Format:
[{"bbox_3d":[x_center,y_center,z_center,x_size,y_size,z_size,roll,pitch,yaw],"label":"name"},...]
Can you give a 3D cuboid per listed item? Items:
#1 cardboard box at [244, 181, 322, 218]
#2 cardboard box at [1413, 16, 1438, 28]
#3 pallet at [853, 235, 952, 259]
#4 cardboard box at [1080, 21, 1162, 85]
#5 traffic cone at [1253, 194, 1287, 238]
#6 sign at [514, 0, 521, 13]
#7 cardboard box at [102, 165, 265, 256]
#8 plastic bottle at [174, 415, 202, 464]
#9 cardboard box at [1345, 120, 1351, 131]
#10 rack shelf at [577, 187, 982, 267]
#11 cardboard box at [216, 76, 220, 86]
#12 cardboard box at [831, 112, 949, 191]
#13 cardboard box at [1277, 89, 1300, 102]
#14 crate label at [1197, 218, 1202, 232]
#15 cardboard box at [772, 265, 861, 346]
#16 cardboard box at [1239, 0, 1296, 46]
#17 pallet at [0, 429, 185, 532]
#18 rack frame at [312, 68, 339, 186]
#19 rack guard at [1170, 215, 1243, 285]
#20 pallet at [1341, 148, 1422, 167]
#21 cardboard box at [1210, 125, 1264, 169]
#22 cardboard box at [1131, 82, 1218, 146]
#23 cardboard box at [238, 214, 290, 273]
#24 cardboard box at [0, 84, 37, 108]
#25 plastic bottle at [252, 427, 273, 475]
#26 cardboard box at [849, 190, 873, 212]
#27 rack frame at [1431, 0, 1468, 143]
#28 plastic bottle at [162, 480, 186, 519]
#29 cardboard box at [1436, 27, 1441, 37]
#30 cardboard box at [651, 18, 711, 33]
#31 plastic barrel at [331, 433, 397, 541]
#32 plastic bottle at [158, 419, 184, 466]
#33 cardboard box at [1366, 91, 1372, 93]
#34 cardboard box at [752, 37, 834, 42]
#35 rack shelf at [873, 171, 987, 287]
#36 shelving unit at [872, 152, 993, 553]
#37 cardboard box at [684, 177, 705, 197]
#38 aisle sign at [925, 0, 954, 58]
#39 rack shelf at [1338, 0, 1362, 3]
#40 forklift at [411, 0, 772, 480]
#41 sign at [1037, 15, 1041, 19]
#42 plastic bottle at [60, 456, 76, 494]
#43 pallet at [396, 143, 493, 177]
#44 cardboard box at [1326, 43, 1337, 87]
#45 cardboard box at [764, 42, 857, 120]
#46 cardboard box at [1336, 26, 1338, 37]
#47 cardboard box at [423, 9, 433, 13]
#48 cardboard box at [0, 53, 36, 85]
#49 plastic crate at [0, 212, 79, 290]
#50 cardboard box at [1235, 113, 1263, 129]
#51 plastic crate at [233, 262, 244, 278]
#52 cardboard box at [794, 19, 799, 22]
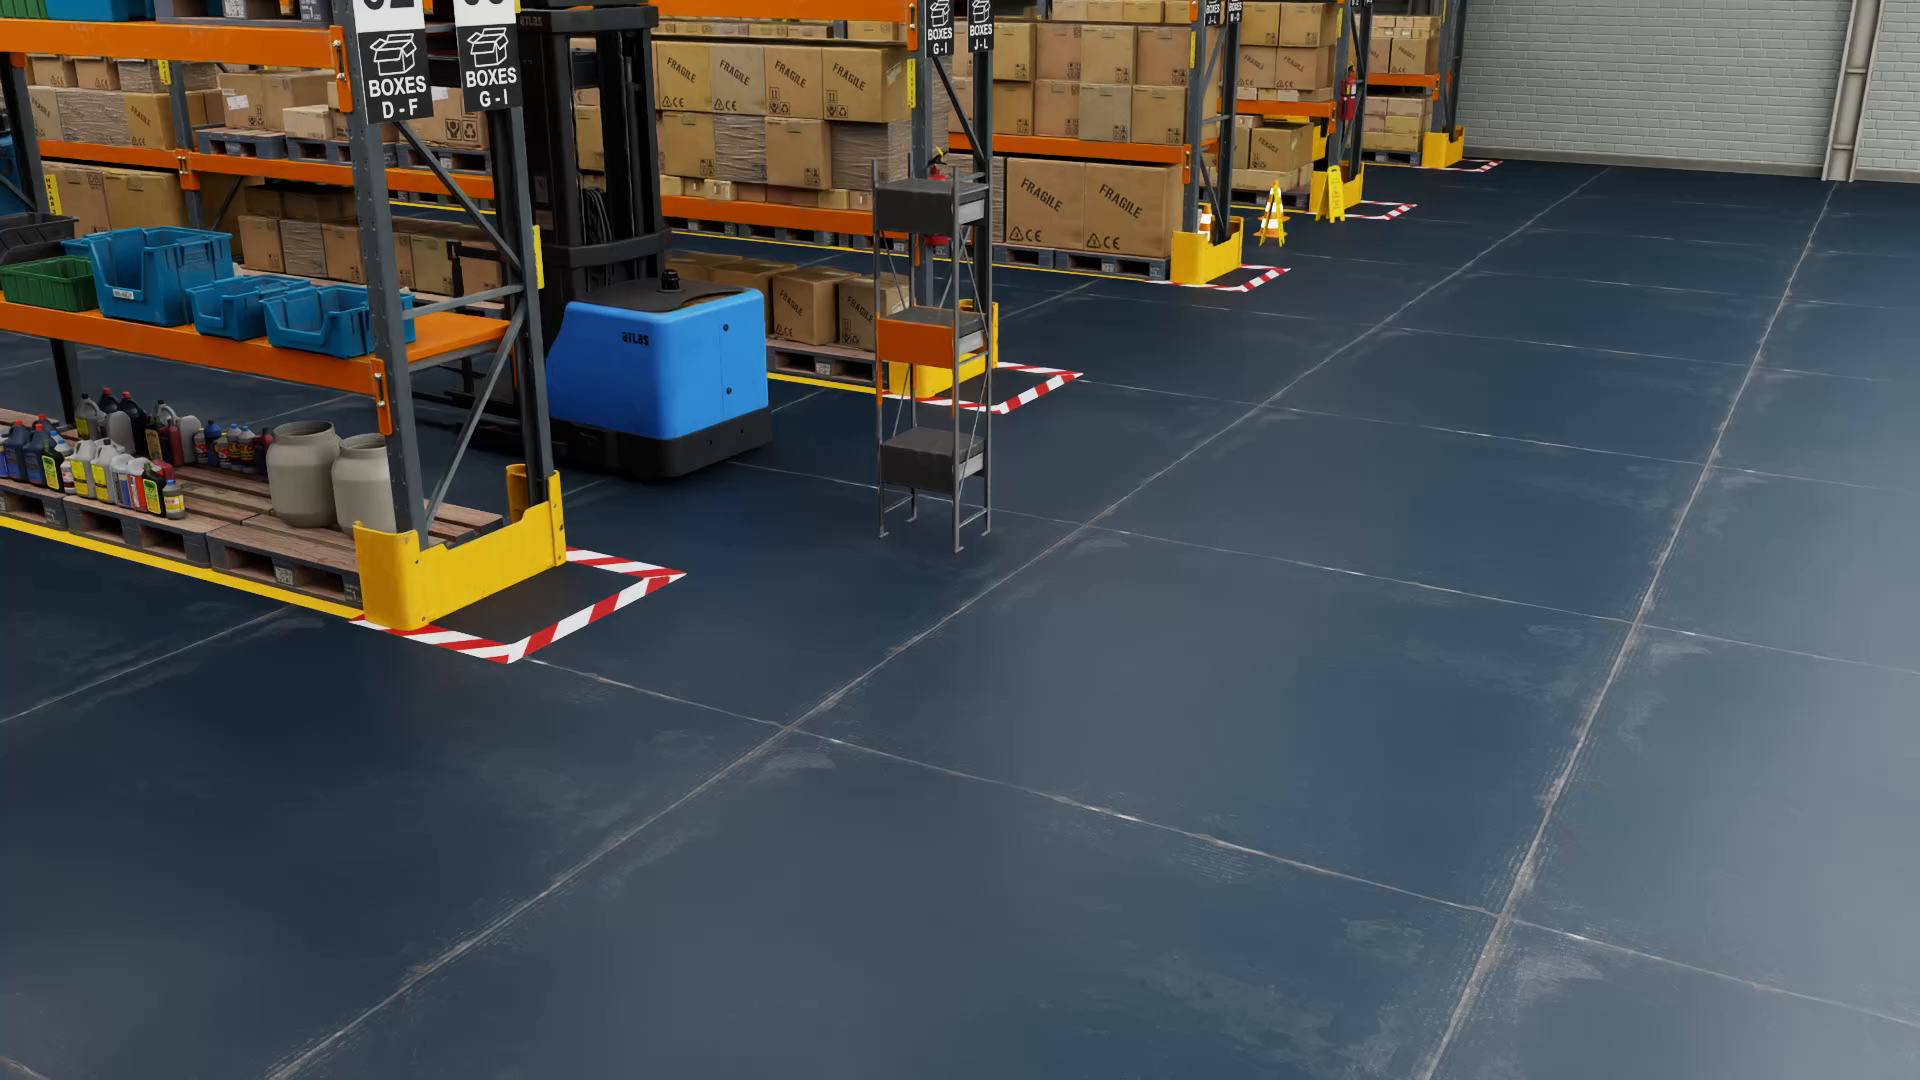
[{"bbox_3d":[-6.433,-3.247,15.838,0.500,0.250,0.500,12,23,29],"label":"cardboard box"},{"bbox_3d":[6.787,-7.552,24.251,0.250,0.149,0.380,11,23,27],"label":"cardboard box"},{"bbox_3d":[-0.407,-3.299,18.150,1.213,0.211,1.003,11,23,27],"label":"pallet"},{"bbox_3d":[1.629,-4.810,16.423,0.550,0.550,0.875,11,23,27],"label":"cardboard box"},{"bbox_3d":[3.536,-3.693,18.867,0.334,0.463,0.336,11,23,27],"label":"traffic cone"},{"bbox_3d":[-2.192,-2.738,8.101,0.005,0.325,0.100,11,23,27],"label":"sign"},{"bbox_3d":[-7.625,-3.285,16.521,0.875,0.875,1.225,10,22,25],"label":"cardboard box"},{"bbox_3d":[-4.664,-0.617,10.016,0.135,0.276,0.152,11,23,28],"label":"plastic bottle"},{"bbox_3d":[5.731,-6.357,25.175,0.500,0.250,0.500,10,22,26],"label":"cardboard box"},{"bbox_3d":[-1.794,-2.629,13.269,4.000,0.370,1.077,11,23,27],"label":"rack shelf"},{"bbox_3d":[-9.781,-6.188,22.395,0.250,0.149,0.380,11,23,28],"label":"cardboard box"},{"bbox_3d":[-0.515,-2.921,12.437,0.500,0.500,0.875,11,23,27],"label":"cardboard box"},{"bbox_3d":[4.079,-5.474,20.427,0.250,0.149,0.380,10,22,27],"label":"cardboard box"},{"bbox_3d":[2.819,-3.652,19.232,0.298,0.136,0.250,0,20,-1],"label":"crate label"},{"bbox_3d":[-1.124,-1.855,13.130,0.500,0.500,0.500,18,27,41],"label":"cardboard box"},{"bbox_3d":[3.794,-6.348,20.418,0.500,0.500,0.700,11,23,28],"label":"cardboard box"},{"bbox_3d":[-5.390,-0.390,10.132,1.213,0.211,1.003,11,23,27],"label":"pallet"},{"bbox_3d":[-8.017,-6.090,21.755,0.127,3.000,1.000,11,23,27],"label":"rack frame"},{"bbox_3d":[2.480,-2.915,16.669,0.348,0.500,1.175,11,23,27],"label":"rack guard"},{"bbox_3d":[6.514,-5.867,25.230,1.213,0.211,1.003,11,23,27],"label":"pallet"},{"bbox_3d":[3.501,-4.984,21.022,0.500,0.500,0.500,12,23,29],"label":"cardboard box"},{"bbox_3d":[2.113,-4.213,16.361,0.550,0.550,0.875,11,23,27],"label":"cardboard box"},{"bbox_3d":[-6.438,-2.891,15.958,0.500,0.500,0.700,10,22,24],"label":"cardboard box"},{"bbox_3d":[-9.369,-4.360,16.838,0.500,0.500,0.500,10,22,26],"label":"cardboard box"},{"bbox_3d":[-4.083,-0.527,9.759,0.133,0.283,0.061,11,23,28],"label":"plastic bottle"},{"bbox_3d":[-0.616,-2.544,12.349,0.250,0.149,0.380,11,23,27],"label":"cardboard box"},{"bbox_3d":[7.202,-7.063,24.438,0.127,3.000,1.000,11,23,27],"label":"rack frame"},{"bbox_3d":[-4.281,-0.226,9.049,0.097,0.201,0.097,0,20,0],"label":"plastic bottle"},{"bbox_3d":[7.033,-7.549,24.679,0.250,0.149,0.380,10,22,26],"label":"cardboard box"},{"bbox_3d":[-3.247,-5.696,19.056,0.500,0.500,0.700,10,22,26],"label":"cardboard box"},{"bbox_3d":[-3.076,-0.275,8.756,0.421,0.512,0.421,0,20,0],"label":"plastic barrel"},{"bbox_3d":[-4.715,-0.588,9.927,0.133,0.283,0.061,11,23,27],"label":"plastic bottle"},{"bbox_3d":[6.006,-6.743,25.505,0.500,0.250,0.500,11,22,27],"label":"cardboard box"},{"bbox_3d":[-1.266,-3.632,12.930,0.500,0.500,0.500,11,23,27],"label":"cardboard box"},{"bbox_3d":[-0.145,-1.660,8.849,0.480,0.518,0.431,11,23,27],"label":"rack shelf"},{"bbox_3d":[-0.145,-1.015,9.083,0.503,2.100,0.431,11,23,27],"label":"shelving unit"},{"bbox_3d":[-1.943,-2.783,13.007,0.250,0.149,0.380,11,23,27],"label":"cardboard box"},{"bbox_3d":[-0.140,-3.757,11.512,0.004,0.787,0.394,11,23,27],"label":"aisle sign"},{"bbox_3d":[3.039,-6.989,20.891,4.000,0.370,1.077,11,23,27],"label":"rack shelf"},{"bbox_3d":[-2.757,-2.110,10.885,3.031,2.935,1.130,12,23,31],"label":"forklift"},{"bbox_3d":[1.025,-6.629,21.542,0.005,0.325,0.100,11,23,27],"label":"sign"},{"bbox_3d":[-5.053,-0.374,9.455,0.097,0.201,0.097,0,20,0],"label":"plastic bottle"},{"bbox_3d":[-4.137,-3.380,14.566,1.213,0.211,1.003,11,23,27],"label":"pallet"},{"bbox_3d":[4.507,-5.933,20.740,0.500,0.500,0.500,10,22,26],"label":"cardboard box"},{"bbox_3d":[-1.088,-3.391,12.265,0.500,0.500,0.500,11,23,27],"label":"cardboard box"},{"bbox_3d":[5.631,-7.595,24.807,0.250,0.149,0.380,11,23,28],"label":"cardboard box"},{"bbox_3d":[-8.449,-8.514,26.825,0.500,0.500,0.500,10,22,26],"label":"cardboard box"},{"bbox_3d":[-9.369,-4.928,16.933,0.637,0.503,0.797,11,23,28],"label":"cardboard box"},{"bbox_3d":[-5.561,-1.671,9.665,0.504,0.338,0.767,11,23,27],"label":"plastic crate"},{"bbox_3d":[3.605,-5.244,20.788,0.250,0.149,0.380,12,23,29],"label":"cardboard box"},{"bbox_3d":[-4.415,-1.507,9.507,0.437,0.136,0.530,11,23,27],"label":"plastic crate"},{"bbox_3d":[-2.511,-7.587,24.270,0.500,0.500,0.500,10,22,26],"label":"cardboard box"}]
